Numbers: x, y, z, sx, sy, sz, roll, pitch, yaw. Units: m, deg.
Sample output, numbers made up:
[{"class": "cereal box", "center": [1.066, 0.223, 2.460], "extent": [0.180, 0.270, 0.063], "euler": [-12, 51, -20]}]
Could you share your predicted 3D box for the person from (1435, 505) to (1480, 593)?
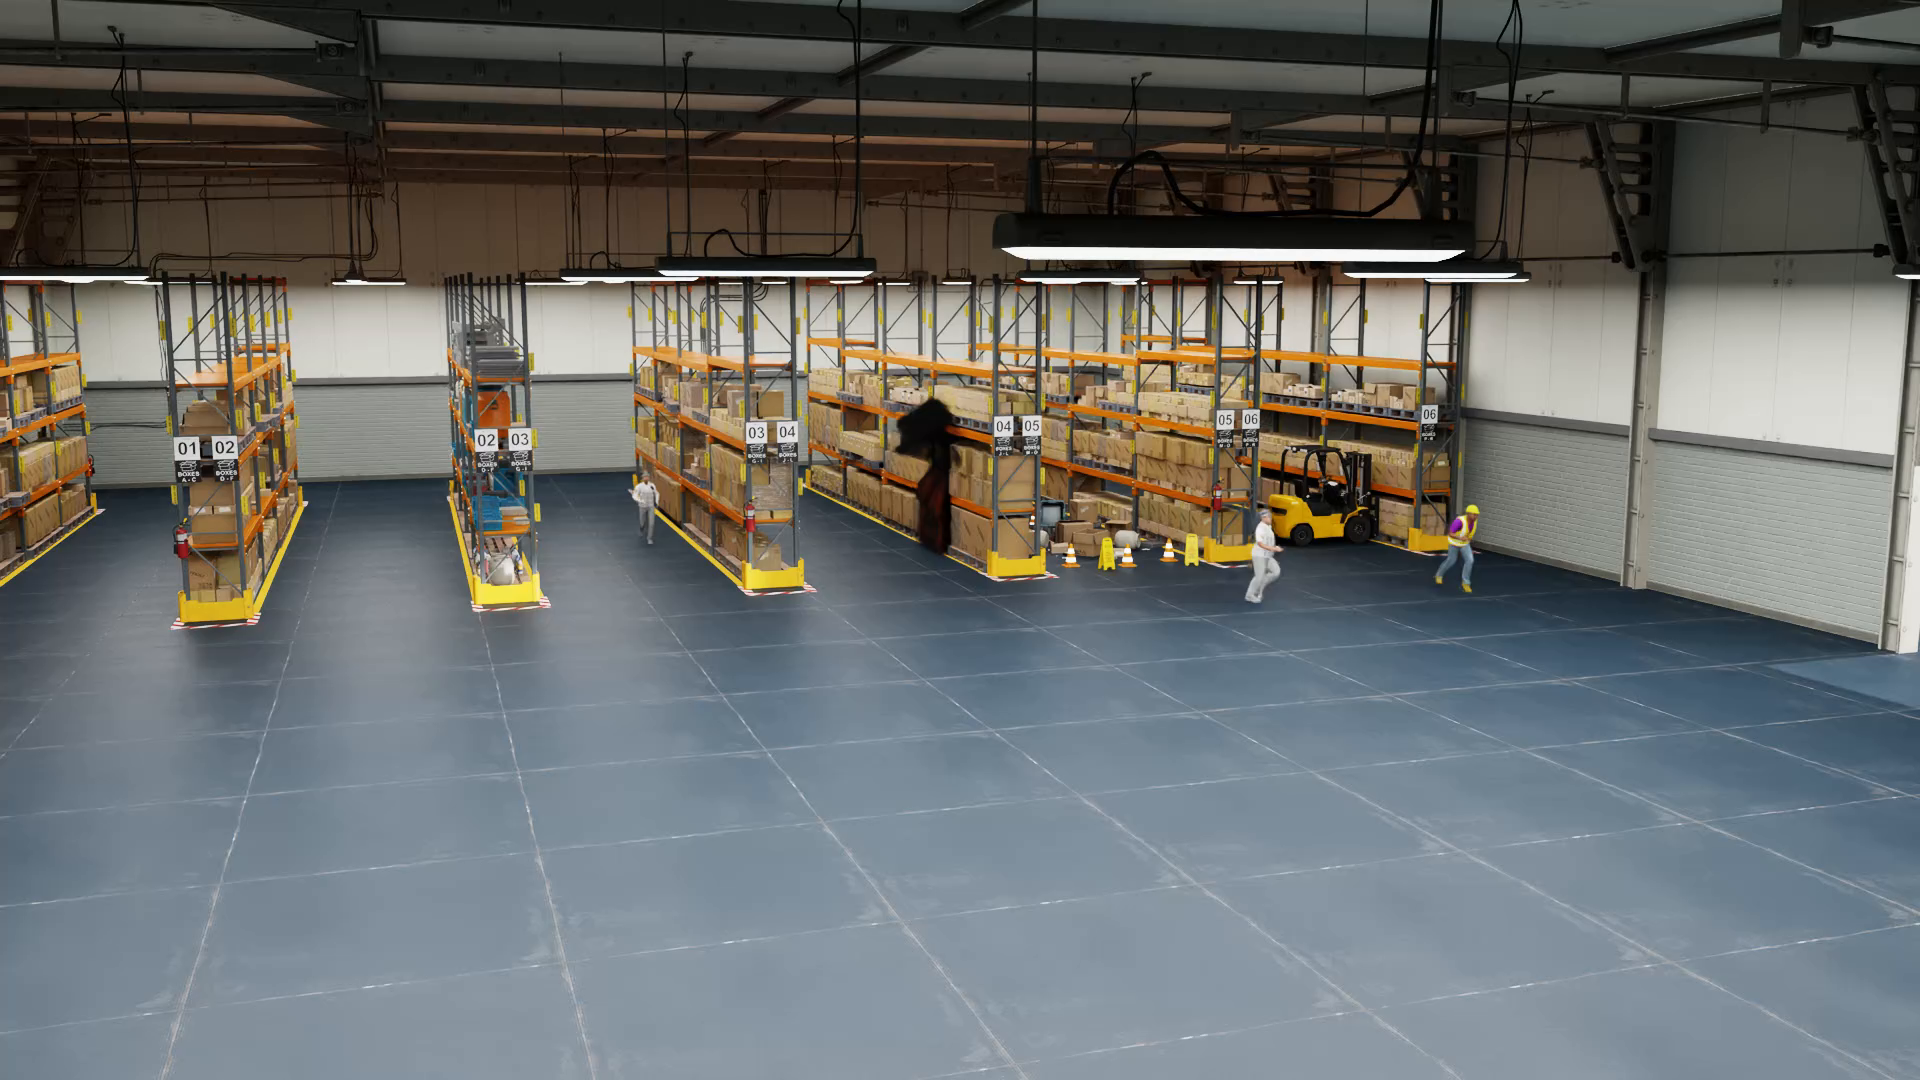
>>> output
[{"class": "person", "center": [9.514, 0.142, 31.791], "extent": [0.747, 1.718, 1.047], "euler": [-5, 10, -28]}]

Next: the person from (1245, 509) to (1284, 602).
[{"class": "person", "center": [5.594, 0.278, 30.425], "extent": [0.729, 1.733, 0.642], "euler": [5, 10, 30]}]

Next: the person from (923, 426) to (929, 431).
[{"class": "person", "center": [-0.968, -2.729, 50.939], "extent": [0.850, 1.586, 0.549], "euler": [-1, 9, -9]}]

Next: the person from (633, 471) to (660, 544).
[{"class": "person", "center": [-7.067, -0.750, 37.533], "extent": [0.625, 1.654, 0.723], "euler": [-3, 9, -22]}]
